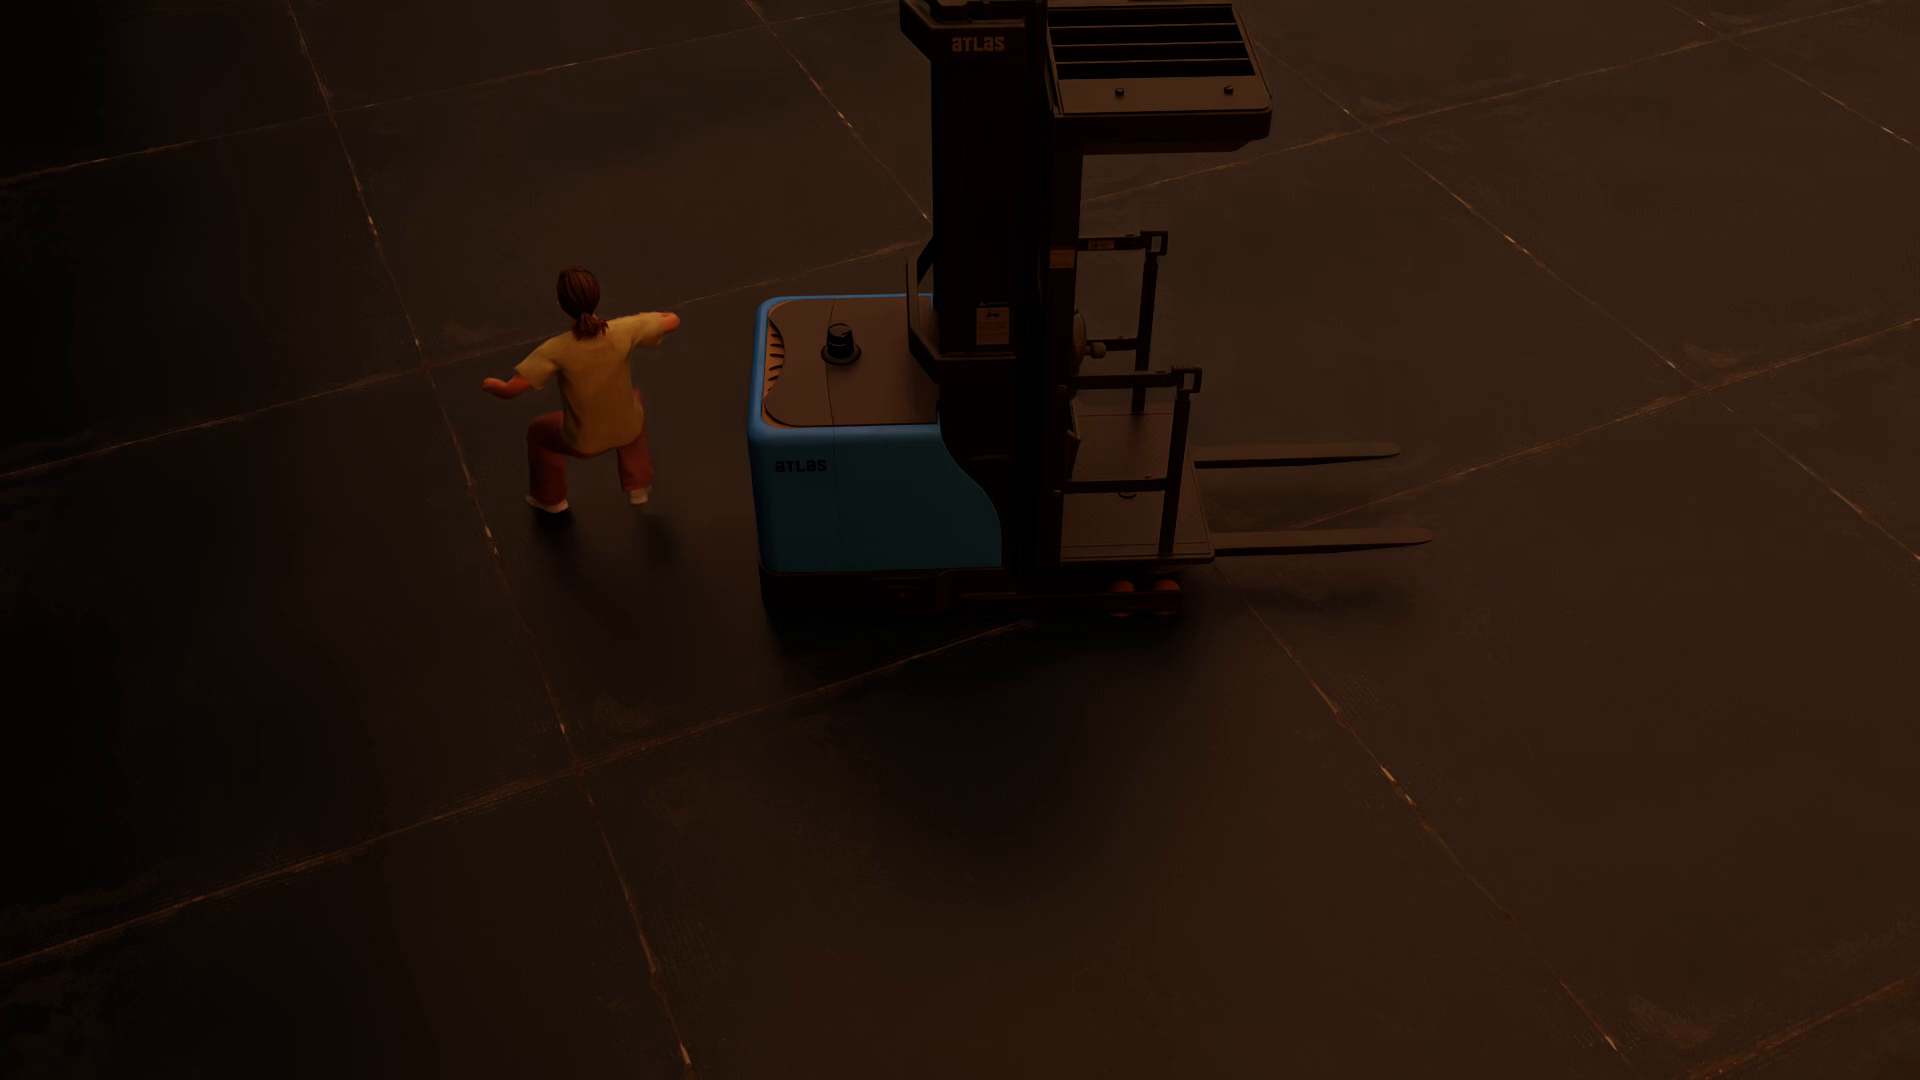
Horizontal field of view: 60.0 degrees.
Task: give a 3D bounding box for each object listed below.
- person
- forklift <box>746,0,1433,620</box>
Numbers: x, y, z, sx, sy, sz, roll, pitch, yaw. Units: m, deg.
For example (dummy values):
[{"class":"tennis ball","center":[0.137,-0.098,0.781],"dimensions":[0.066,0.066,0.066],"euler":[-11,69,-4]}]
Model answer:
[{"class":"person","center":[-1.677,-0.634,7.459],"dimensions":[0.886,1.558,0.714],"euler":[-17,46,-18]},{"class":"forklift","center":[0.610,-1.090,6.848],"dimensions":[3.031,2.935,1.130],"euler":[-2,43,-2]}]
